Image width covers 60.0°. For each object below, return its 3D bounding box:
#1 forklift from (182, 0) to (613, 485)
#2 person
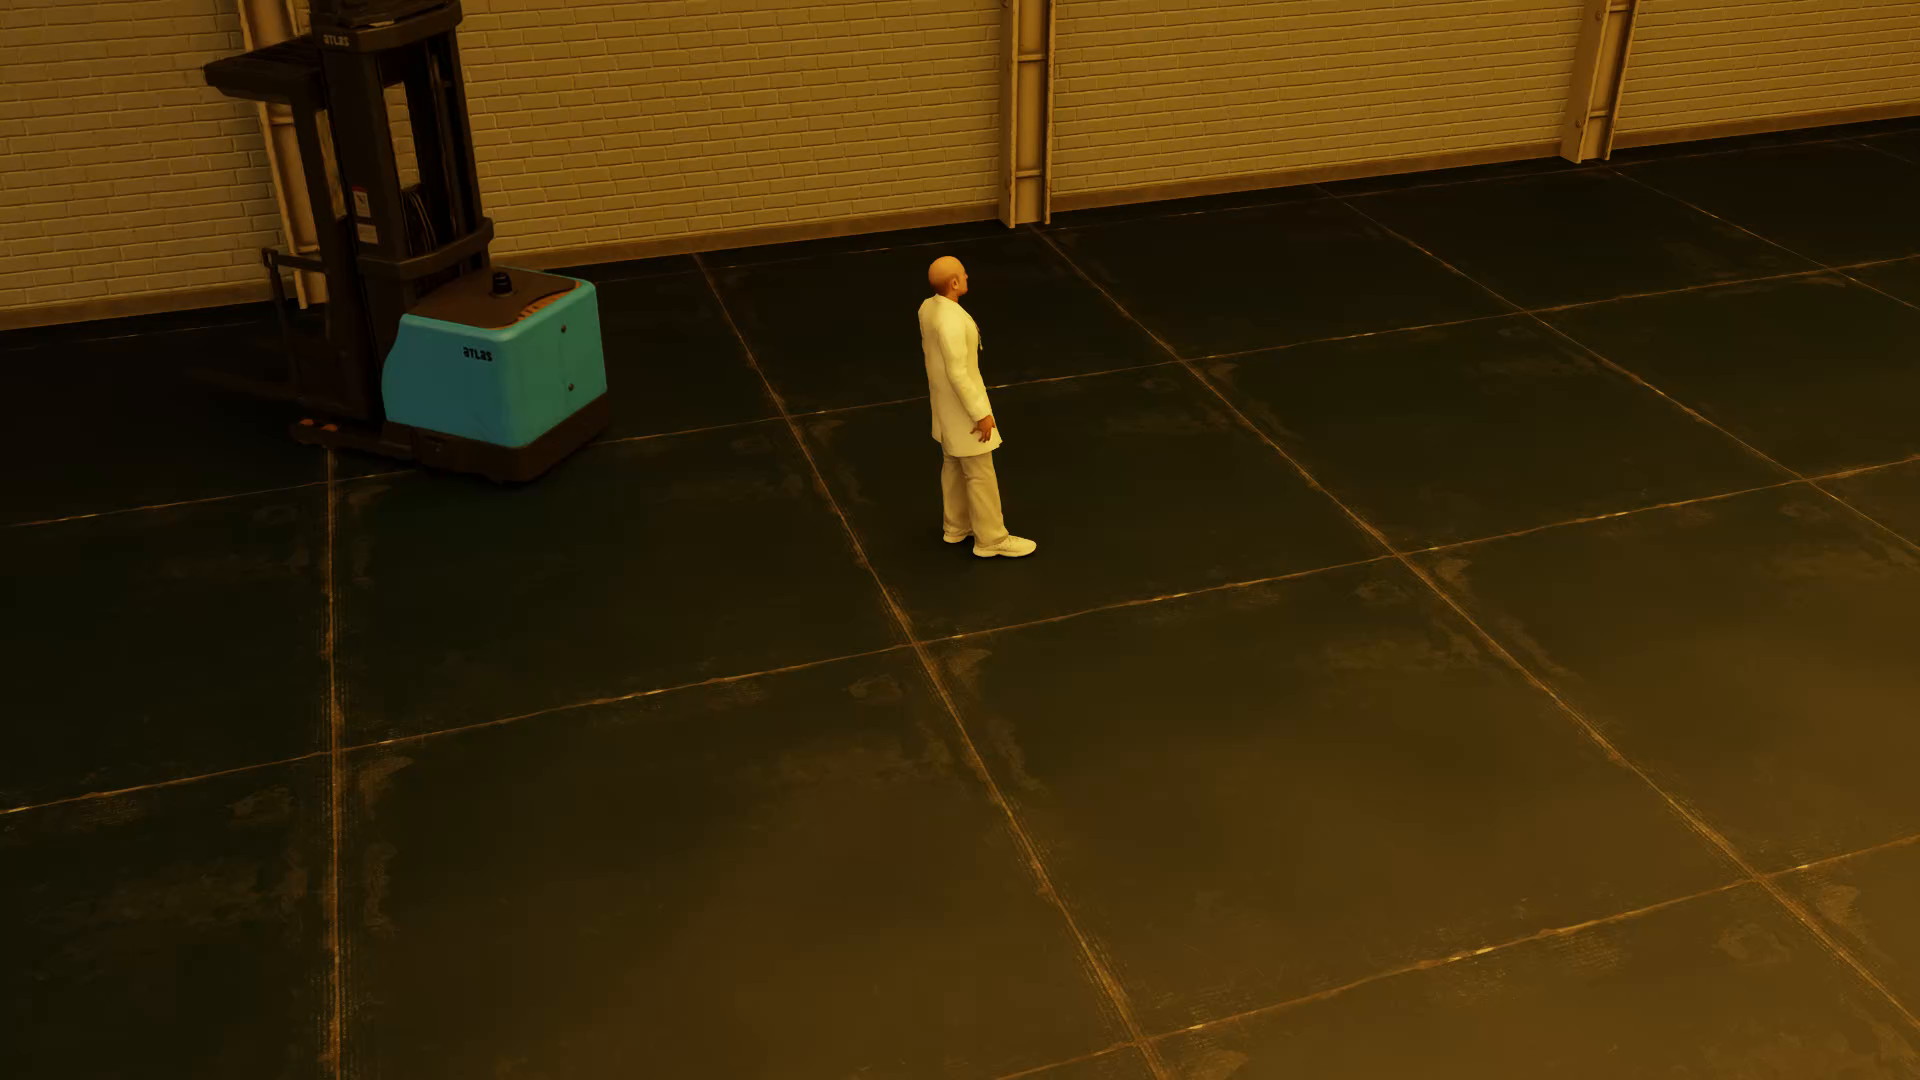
[{"bbox_3d":[-3.915,-2.099,10.734,3.031,2.935,1.130,12,32,20],"label":"forklift"},{"bbox_3d":[0.088,-0.790,9.601,0.578,1.777,0.698,-10,31,-16],"label":"person"}]
